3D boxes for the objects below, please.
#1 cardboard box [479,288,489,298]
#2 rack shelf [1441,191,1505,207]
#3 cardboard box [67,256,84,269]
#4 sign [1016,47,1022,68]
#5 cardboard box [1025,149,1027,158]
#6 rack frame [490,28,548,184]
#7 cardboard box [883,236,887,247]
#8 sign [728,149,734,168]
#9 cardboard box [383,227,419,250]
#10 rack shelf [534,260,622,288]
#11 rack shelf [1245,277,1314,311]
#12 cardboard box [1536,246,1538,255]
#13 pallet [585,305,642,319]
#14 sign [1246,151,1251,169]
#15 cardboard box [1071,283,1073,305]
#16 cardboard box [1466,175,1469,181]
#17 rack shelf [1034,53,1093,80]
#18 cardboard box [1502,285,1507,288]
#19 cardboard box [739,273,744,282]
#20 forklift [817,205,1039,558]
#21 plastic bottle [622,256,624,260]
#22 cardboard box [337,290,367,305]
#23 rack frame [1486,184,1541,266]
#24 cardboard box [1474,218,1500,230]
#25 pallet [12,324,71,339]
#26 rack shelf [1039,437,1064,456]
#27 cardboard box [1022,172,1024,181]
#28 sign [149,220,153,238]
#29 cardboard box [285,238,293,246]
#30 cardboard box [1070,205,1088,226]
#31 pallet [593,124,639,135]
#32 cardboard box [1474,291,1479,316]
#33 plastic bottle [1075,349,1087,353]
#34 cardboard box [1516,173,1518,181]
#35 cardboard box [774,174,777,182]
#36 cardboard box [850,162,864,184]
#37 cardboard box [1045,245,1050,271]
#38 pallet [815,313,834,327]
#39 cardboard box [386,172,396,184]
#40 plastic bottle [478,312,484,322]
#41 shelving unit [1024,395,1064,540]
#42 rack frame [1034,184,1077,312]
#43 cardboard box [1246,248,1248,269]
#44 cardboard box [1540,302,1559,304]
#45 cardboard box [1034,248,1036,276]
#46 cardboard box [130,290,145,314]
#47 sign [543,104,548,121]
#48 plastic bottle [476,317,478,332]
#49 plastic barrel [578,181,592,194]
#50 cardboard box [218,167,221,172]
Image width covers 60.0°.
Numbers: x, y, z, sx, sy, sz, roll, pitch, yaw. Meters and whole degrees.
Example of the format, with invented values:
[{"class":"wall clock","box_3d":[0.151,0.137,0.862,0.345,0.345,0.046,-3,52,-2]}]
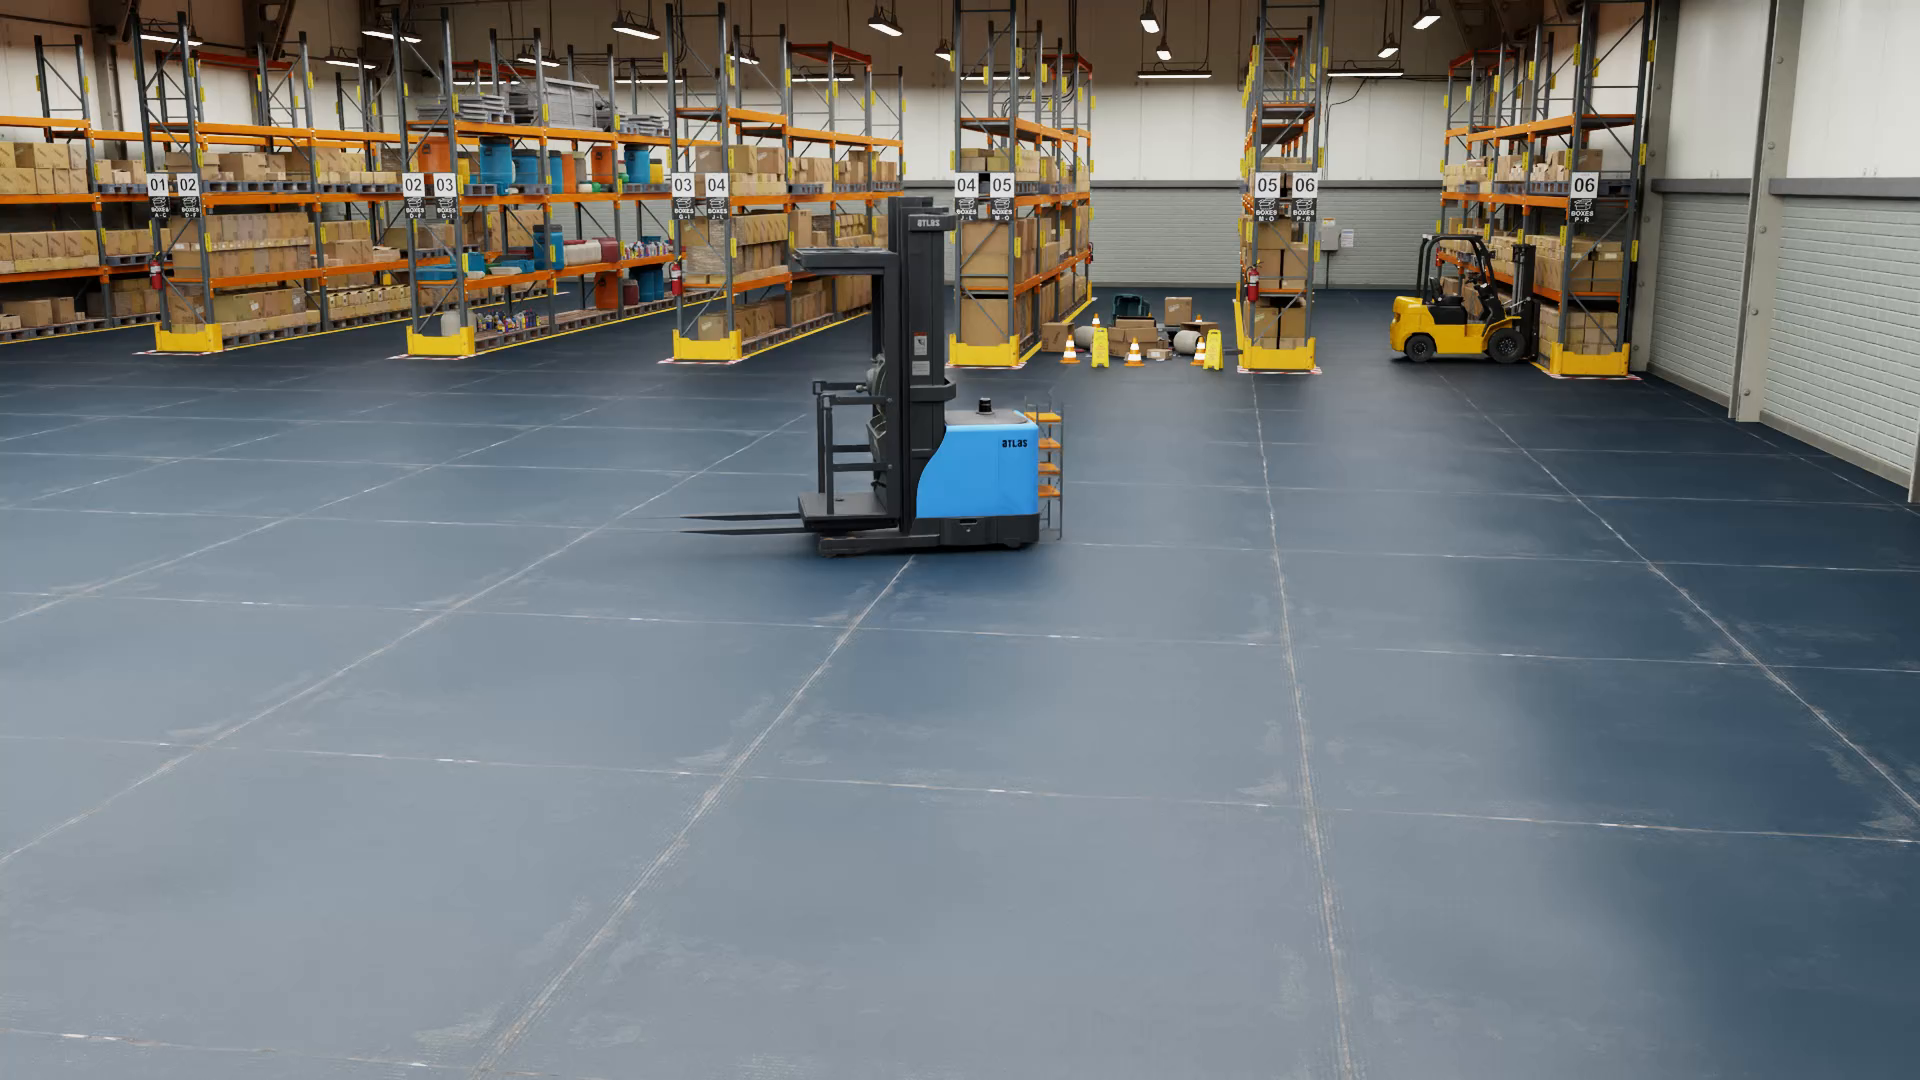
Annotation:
[{"class":"cardboard box","box_3d":[-12.203,-6.363,41.787,0.500,0.500,0.500,2,12,8]},{"class":"rack shelf","box_3d":[12.383,-8.210,40.056,1.077,0.370,4.000,2,12,9]},{"class":"cardboard box","box_3d":[-18.394,-5.701,34.135,0.500,0.250,0.500,2,12,9]},{"class":"sign","box_3d":[0.965,-7.928,27.326,0.100,0.325,0.005,2,12,9]},{"class":"cardboard box","box_3d":[0.980,-6.792,29.237,0.380,0.149,0.250,2,12,8]},{"class":"rack frame","box_3d":[-8.746,-8.588,32.982,1.000,3.000,0.127,2,12,9]},{"class":"cardboard box","box_3d":[-2.135,-7.533,41.977,0.500,0.250,0.500,2,12,10]},{"class":"sign","box_3d":[-3.931,-6.538,28.517,0.100,0.325,0.005,2,12,9]},{"class":"cardboard box","box_3d":[-13.040,-7.038,38.797,0.700,0.500,0.500,-2,12,-10]},{"class":"rack shelf","box_3d":[-8.439,-5.720,35.622,1.077,0.370,4.000,2,12,9]},{"class":"rack shelf","box_3d":[5.632,-4.406,29.524,1.077,0.370,4.000,2,12,9]},{"class":"cardboard box","box_3d":[10.332,-5.109,29.303,0.380,0.149,0.250,2,12,8]},{"class":"pallet","box_3d":[-8.051,-5.290,38.540,1.003,0.211,1.213,2,12,9]},{"class":"sign","box_3d":[5.391,-7.102,31.048,0.100,0.325,0.005,2,12,9]},{"class":"cardboard box","box_3d":[2.398,-5.799,39.220,0.500,0.500,0.500,2,12,8]},{"class":"cardboard box","box_3d":[11.497,-8.069,37.056,0.380,0.149,0.250,2,12,9]},{"class":"rack shelf","box_3d":[2.571,-11.600,40.779,1.077,0.370,4.000,2,12,9]},{"class":"cardboard box","box_3d":[12.001,-5.463,36.122,0.380,0.149,0.250,2,12,7]},{"class":"cardboard box","box_3d":[-4.078,-4.694,29.750,0.380,0.149,0.250,2,12,9]},{"class":"forklift","box_3d":[-0.348,-1.392,14.149,1.939,2.867,1.129,-2,12,-9]},{"class":"plastic bottle","box_3d":[-7.745,-6.507,37.861,0.152,0.276,0.135,2,12,9]},{"class":"cardboard box","box_3d":[-13.170,-5.242,35.894,0.500,0.311,0.500,1,12,7]},{"class":"rack frame","box_3d":[11.460,-5.846,34.501,1.000,3.000,0.127,2,12,9]},{"class":"cardboard box","box_3d":[12.567,-7.419,39.669,0.500,0.500,0.500,2,12,7]},{"class":"pallet","box_3d":[-18.789,-4.217,33.562,1.003,0.211,1.213,2,12,9]},{"class":"rack shelf","box_3d":[0.732,-0.793,14.581,0.258,0.148,0.480,-2,12,-9]},{"class":"cardboard box","box_3d":[0.903,-6.297,28.835,0.380,0.149,0.250,2,12,9]},{"class":"sign","box_3d":[-14.789,-5.686,30.447,0.100,0.325,0.005,2,12,9]},{"class":"cardboard box","box_3d":[-13.588,-5.958,33.243,0.380,0.149,0.250,2,12,9]},{"class":"cardboard box","box_3d":[3.054,-8.391,42.991,0.500,0.500,0.500,2,12,7]},{"class":"pallet","box_3d":[-7.990,-9.282,37.600,1.213,0.211,1.003,2,12,9]},{"class":"cardboard box","box_3d":[11.478,-5.137,36.149,0.500,0.500,0.500,2,12,11]},{"class":"plastic bottle","box_3d":[2.162,-3.456,30.383,0.283,0.061,0.133,-2,12,-11]},{"class":"cardboard box","box_3d":[10.714,-6.850,31.401,0.380,0.149,0.250,2,12,9]},{"class":"cardboard box","box_3d":[-3.701,-6.898,31.671,0.380,0.149,0.250,1,12,6]},{"class":"cardboard box","box_3d":[-2.701,-8.760,39.665,0.700,0.500,0.500,2,12,10]},{"class":"cardboard box","box_3d":[1.536,-5.672,33.454,0.500,0.500,0.500,2,12,8]},{"class":"pallet","box_3d":[-3.359,-4.802,36.273,1.003,0.211,1.213,2,12,9]},{"class":"cardboard box","box_3d":[-13.039,-8.151,37.435,0.500,0.250,0.500,1,12,4]},{"class":"plastic bottle","box_3d":[-9.375,-4.293,32.537,0.144,0.351,0.185,2,12,8]},{"class":"shelving unit","box_3d":[0.732,-0.640,14.614,0.258,1.200,0.503,-2,12,-9]},{"class":"rack frame","box_3d":[2.263,-6.978,39.754,1.000,3.000,0.127,2,12,9]},{"class":"cardboard box","box_3d":[5.597,-5.285,30.955,0.500,0.500,0.500,2,12,8]},{"class":"cardboard box","box_3d":[10.307,-4.063,29.383,0.500,0.250,0.500,2,12,11]},{"class":"cardboard box","box_3d":[0.988,-5.309,31.653,0.875,0.550,0.550,2,12,9]},{"class":"cardboard box","box_3d":[-18.409,-5.232,36.541,0.700,0.500,0.500,2,12,8]},{"class":"sign","box_3d":[-8.205,-8.466,32.911,0.100,0.325,0.005,2,12,9]},{"class":"plastic bottle","box_3d":[-9.341,-4.155,32.054,0.061,0.283,0.133,2,12,9]},{"class":"plastic barrel","box_3d":[-8.096,-7.614,35.913,0.301,0.262,0.301,0,12,0]},{"class":"cardboard box","box_3d":[-14.253,-7.044,31.823,0.500,0.311,0.500,3,13,15]}]
